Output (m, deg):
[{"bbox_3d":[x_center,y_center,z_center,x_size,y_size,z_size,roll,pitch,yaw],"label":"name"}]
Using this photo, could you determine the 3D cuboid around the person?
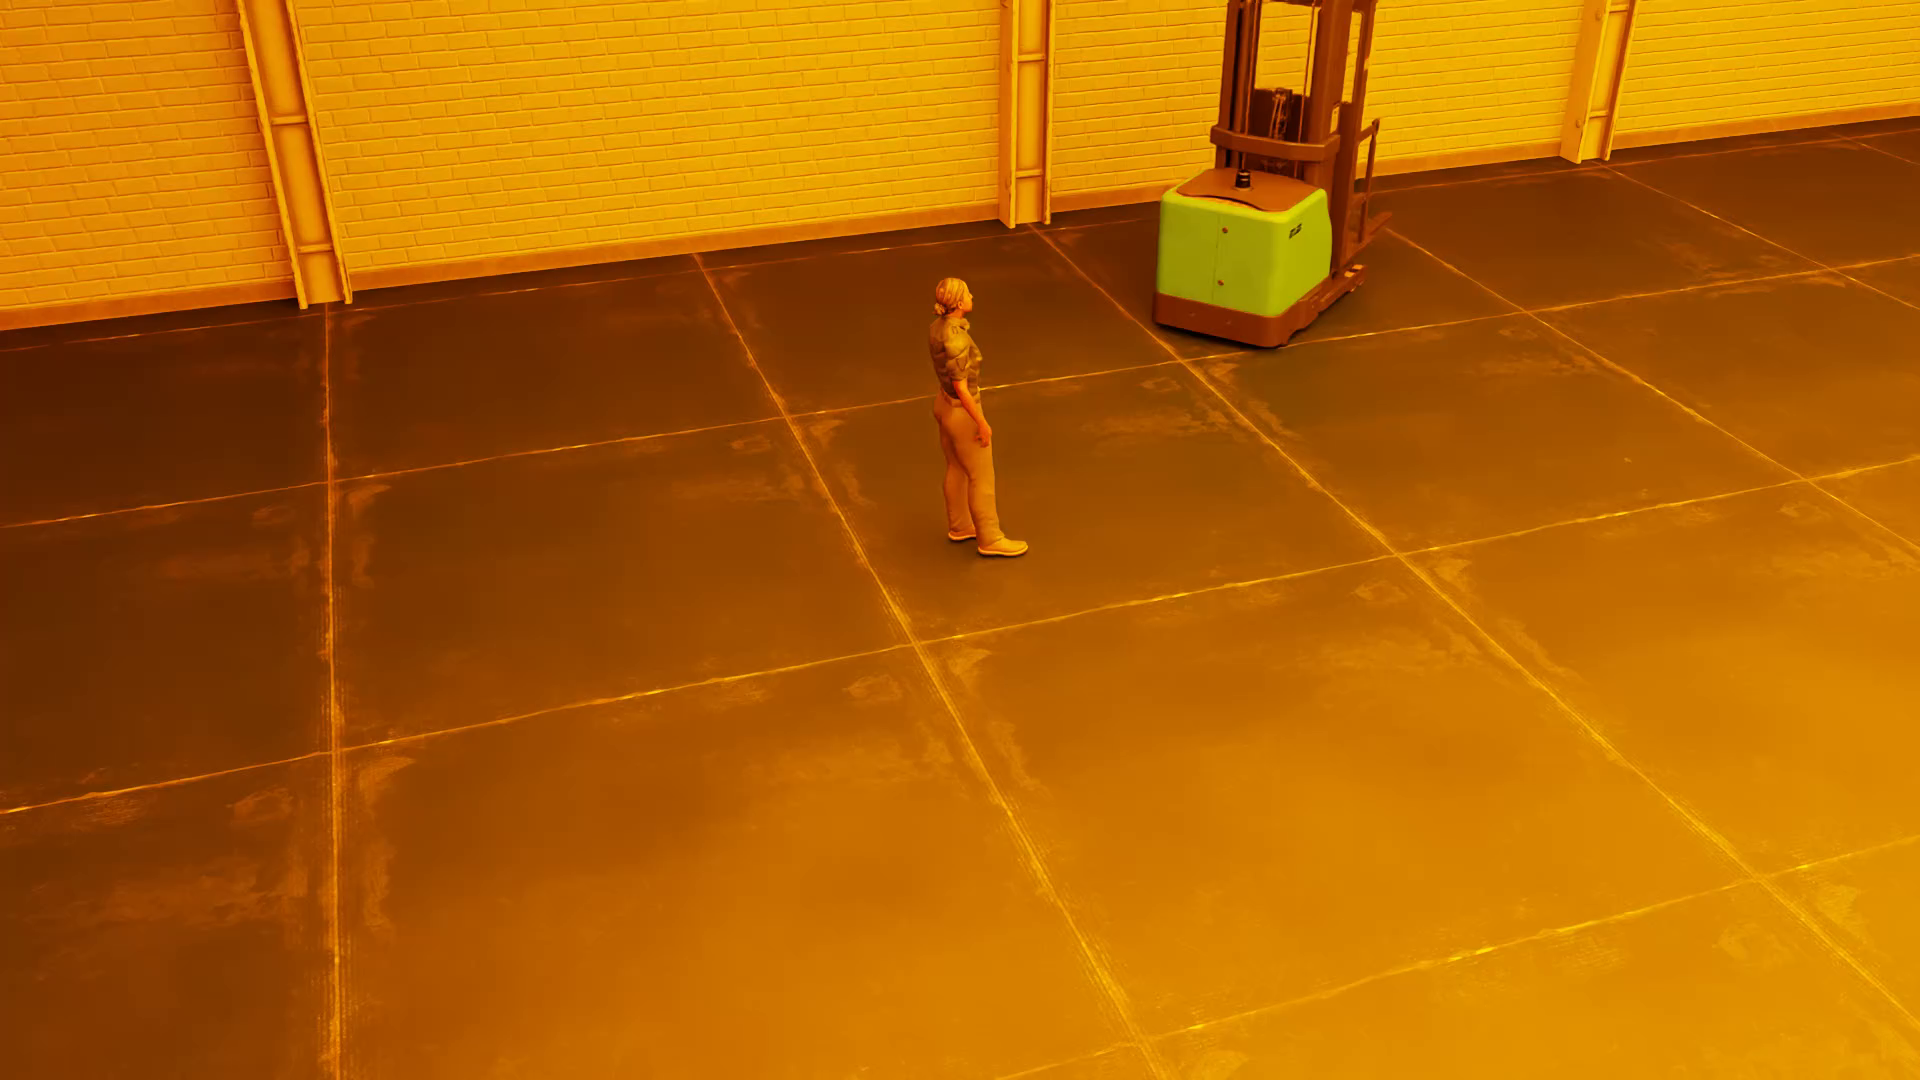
[{"bbox_3d":[0.089,-0.728,9.617,0.504,1.654,0.569,-10,31,-16],"label":"person"}]

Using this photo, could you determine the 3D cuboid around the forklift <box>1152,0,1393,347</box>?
[{"bbox_3d":[2.696,-3.399,12.994,1.130,2.935,3.031,18,34,28],"label":"forklift"}]
